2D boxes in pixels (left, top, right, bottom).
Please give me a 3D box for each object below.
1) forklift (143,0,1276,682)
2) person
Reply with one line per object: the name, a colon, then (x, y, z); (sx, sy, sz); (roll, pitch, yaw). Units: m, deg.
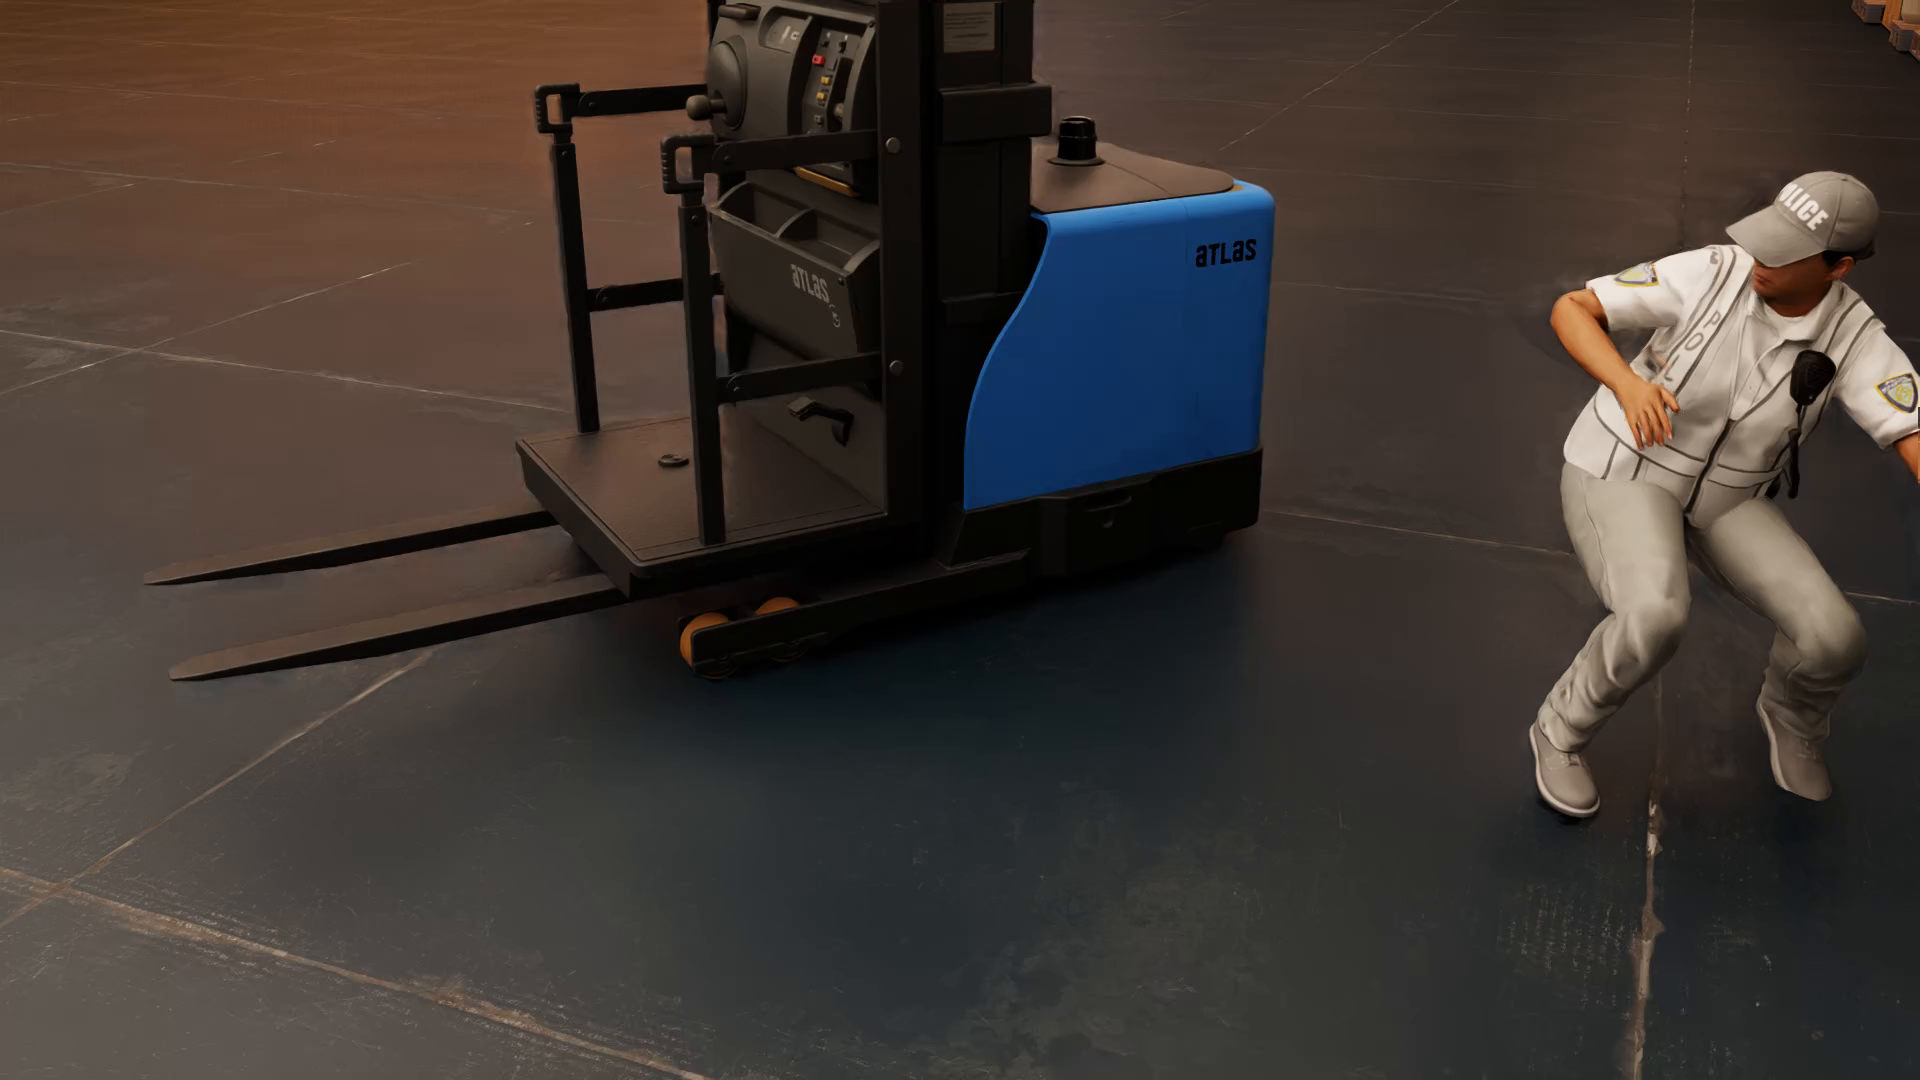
forklift: (-0.629, -1.230, 4.234); (3.031, 2.935, 1.130); (-12, 26, -27)
person: (1.598, -0.049, 3.454); (0.745, 1.428, 0.875); (1, 23, 2)
